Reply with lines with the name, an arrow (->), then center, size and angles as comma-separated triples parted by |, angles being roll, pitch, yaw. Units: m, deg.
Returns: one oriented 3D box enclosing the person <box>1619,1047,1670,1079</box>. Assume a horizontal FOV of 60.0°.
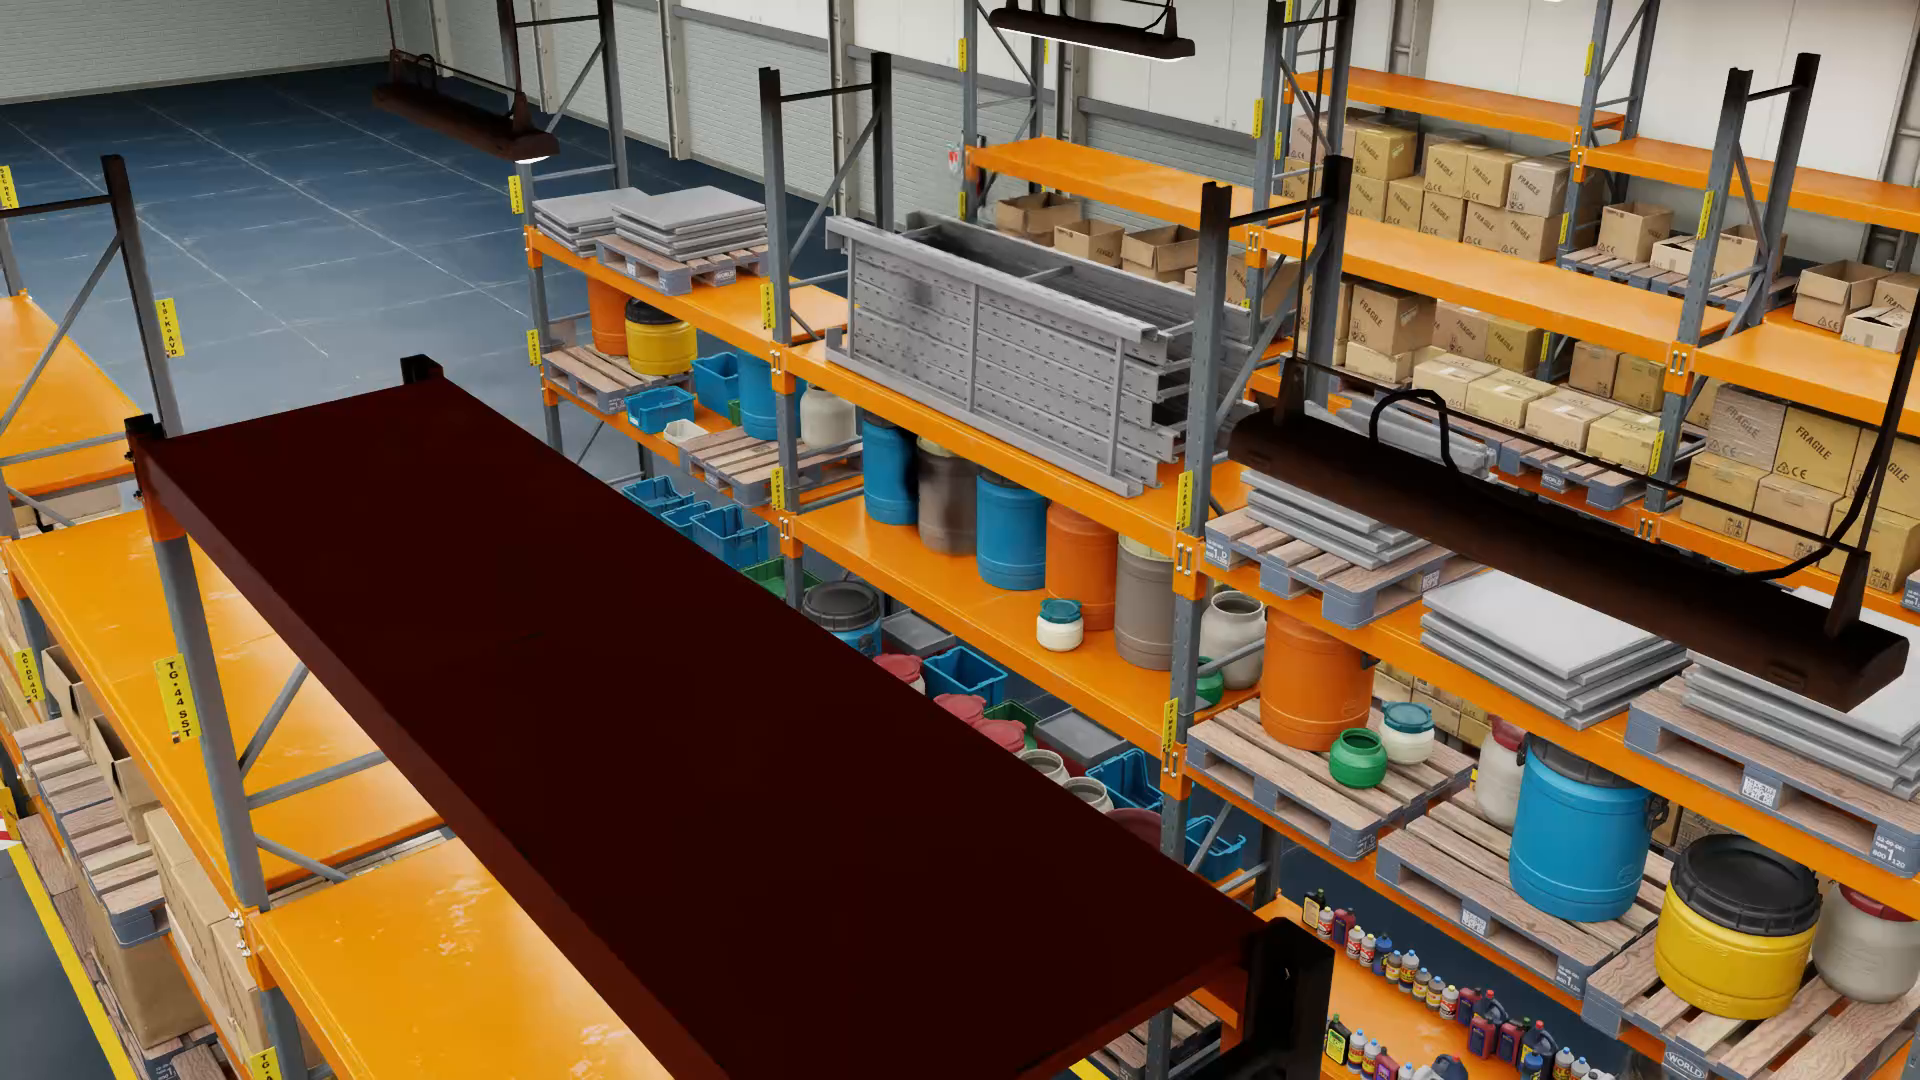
person -> 4.262, 3.016, 10.070 | 0.609, 1.717, 0.902 | -16, 30, -29
